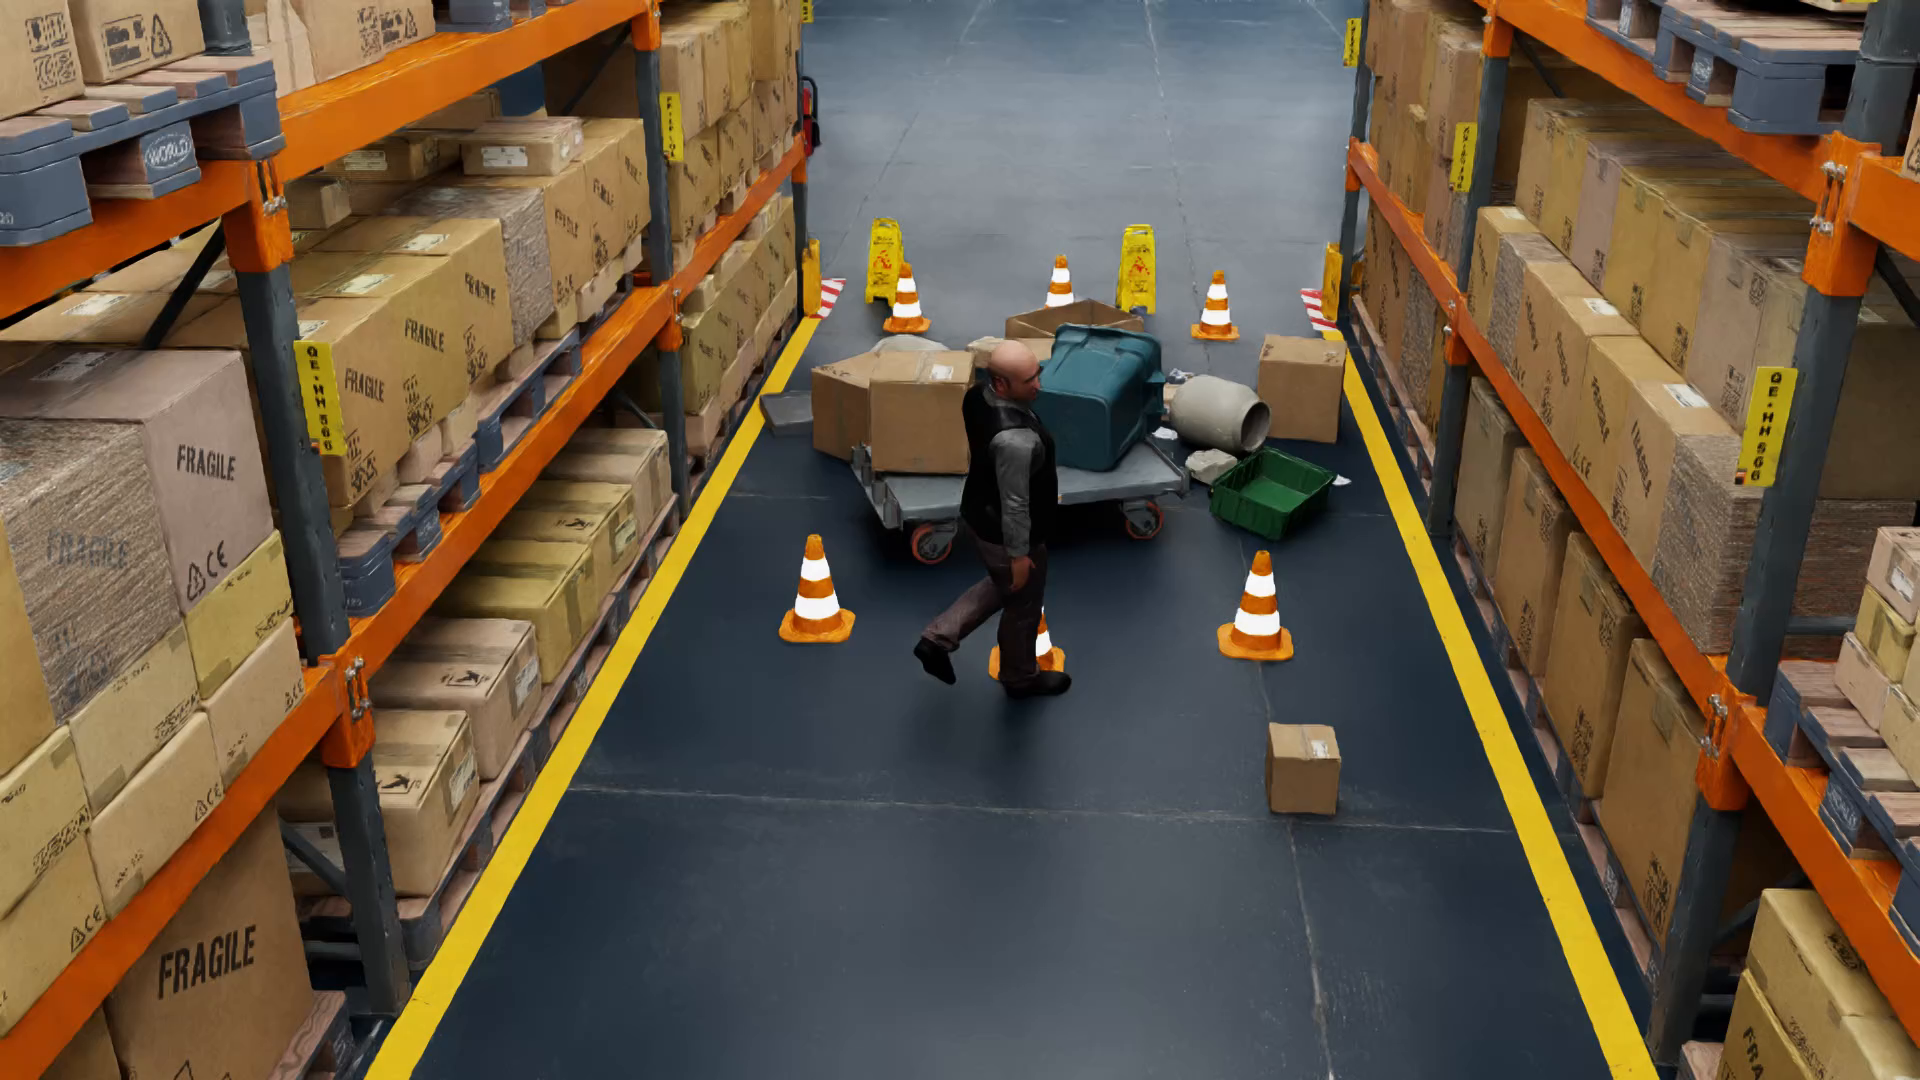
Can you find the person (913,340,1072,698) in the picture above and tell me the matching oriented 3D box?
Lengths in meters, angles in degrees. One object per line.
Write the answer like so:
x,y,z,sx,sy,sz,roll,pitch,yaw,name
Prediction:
0.199,-0.035,6.746,0.694,1.685,0.592,-8,26,-17,person
